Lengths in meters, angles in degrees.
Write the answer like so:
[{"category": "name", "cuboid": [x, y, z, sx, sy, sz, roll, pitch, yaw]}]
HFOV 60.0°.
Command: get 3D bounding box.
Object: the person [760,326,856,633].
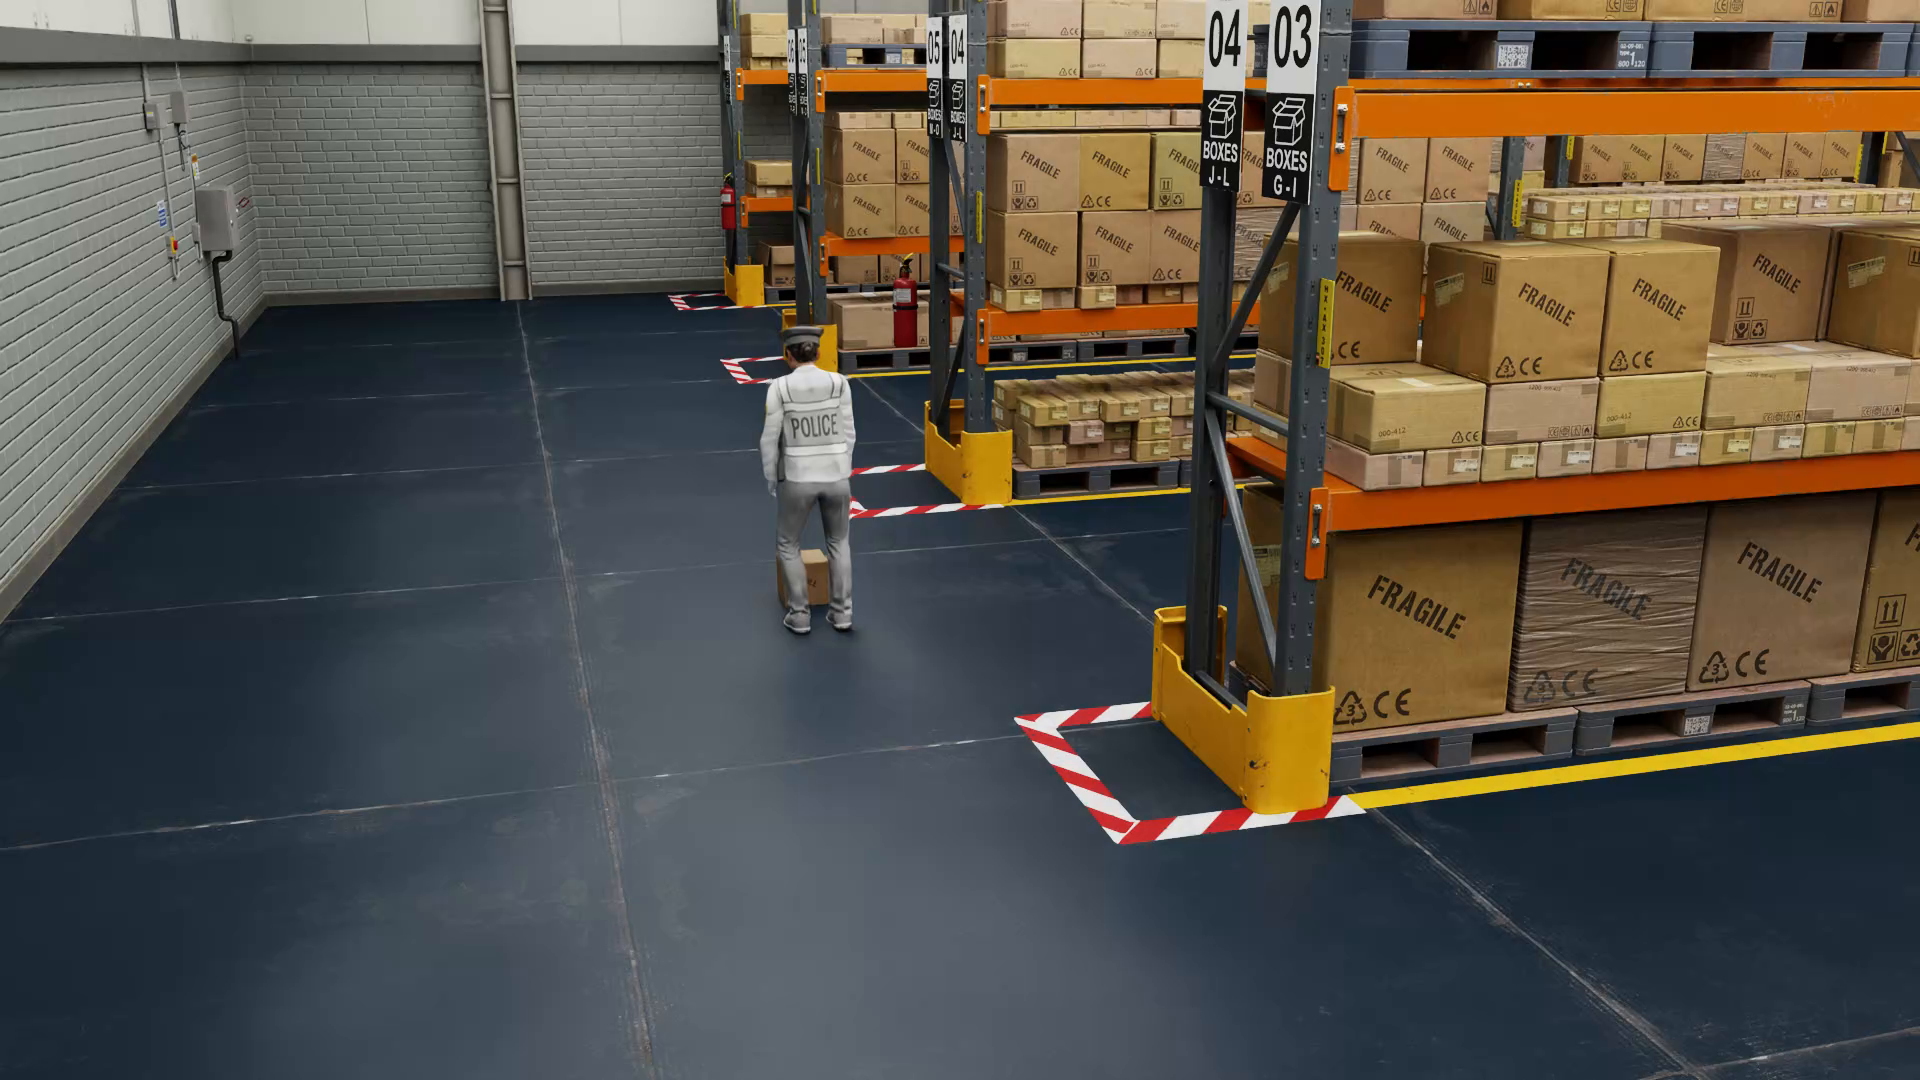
[{"category": "person", "cuboid": [-0.793, -0.308, 8.716, 0.504, 1.613, 0.465, -4, 17, -14]}]
